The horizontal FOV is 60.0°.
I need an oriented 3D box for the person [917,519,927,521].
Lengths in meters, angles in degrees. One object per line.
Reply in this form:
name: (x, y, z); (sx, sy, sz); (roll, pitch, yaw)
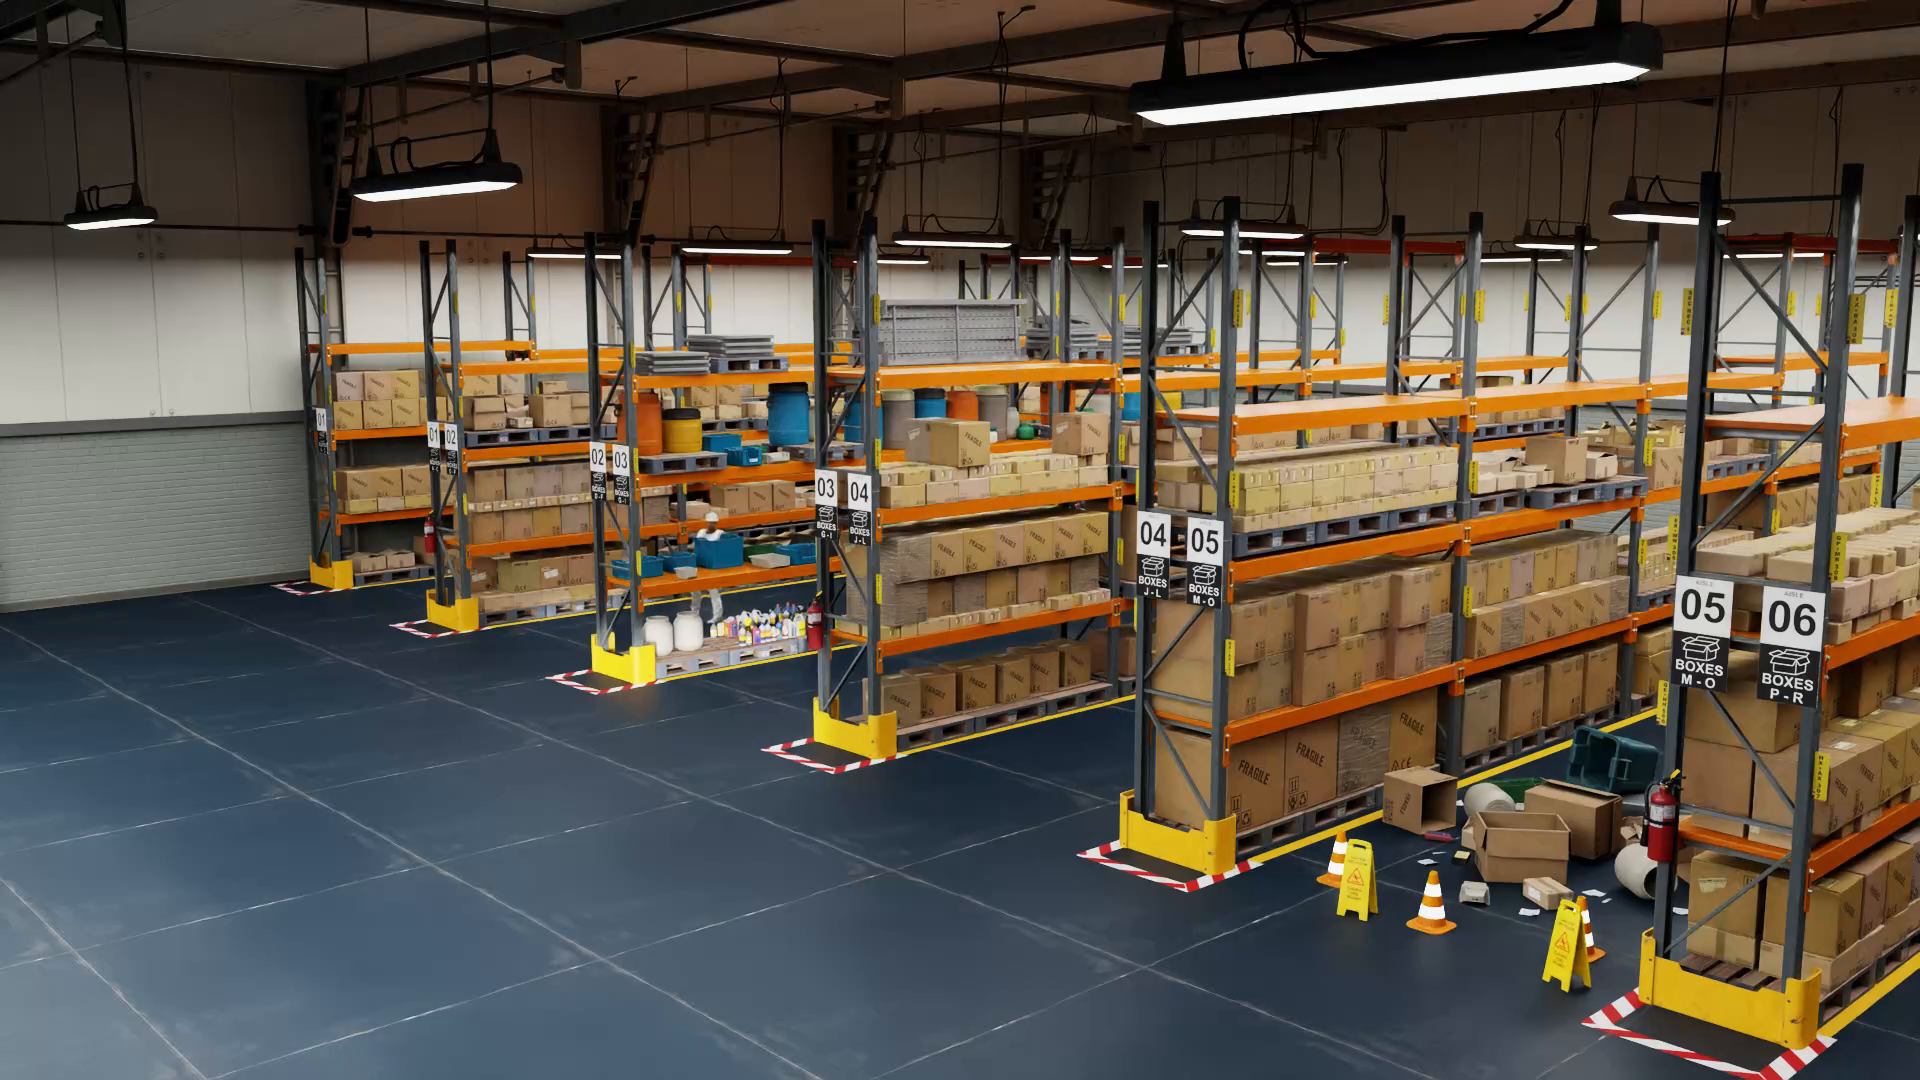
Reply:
person: (-0.723, 0.133, 27.194); (1.081, 1.606, 0.465); (-5, 10, -29)

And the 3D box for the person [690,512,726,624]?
person: (-4.009, 0.484, 26.129); (0.570, 1.798, 0.716); (3, 9, 20)
